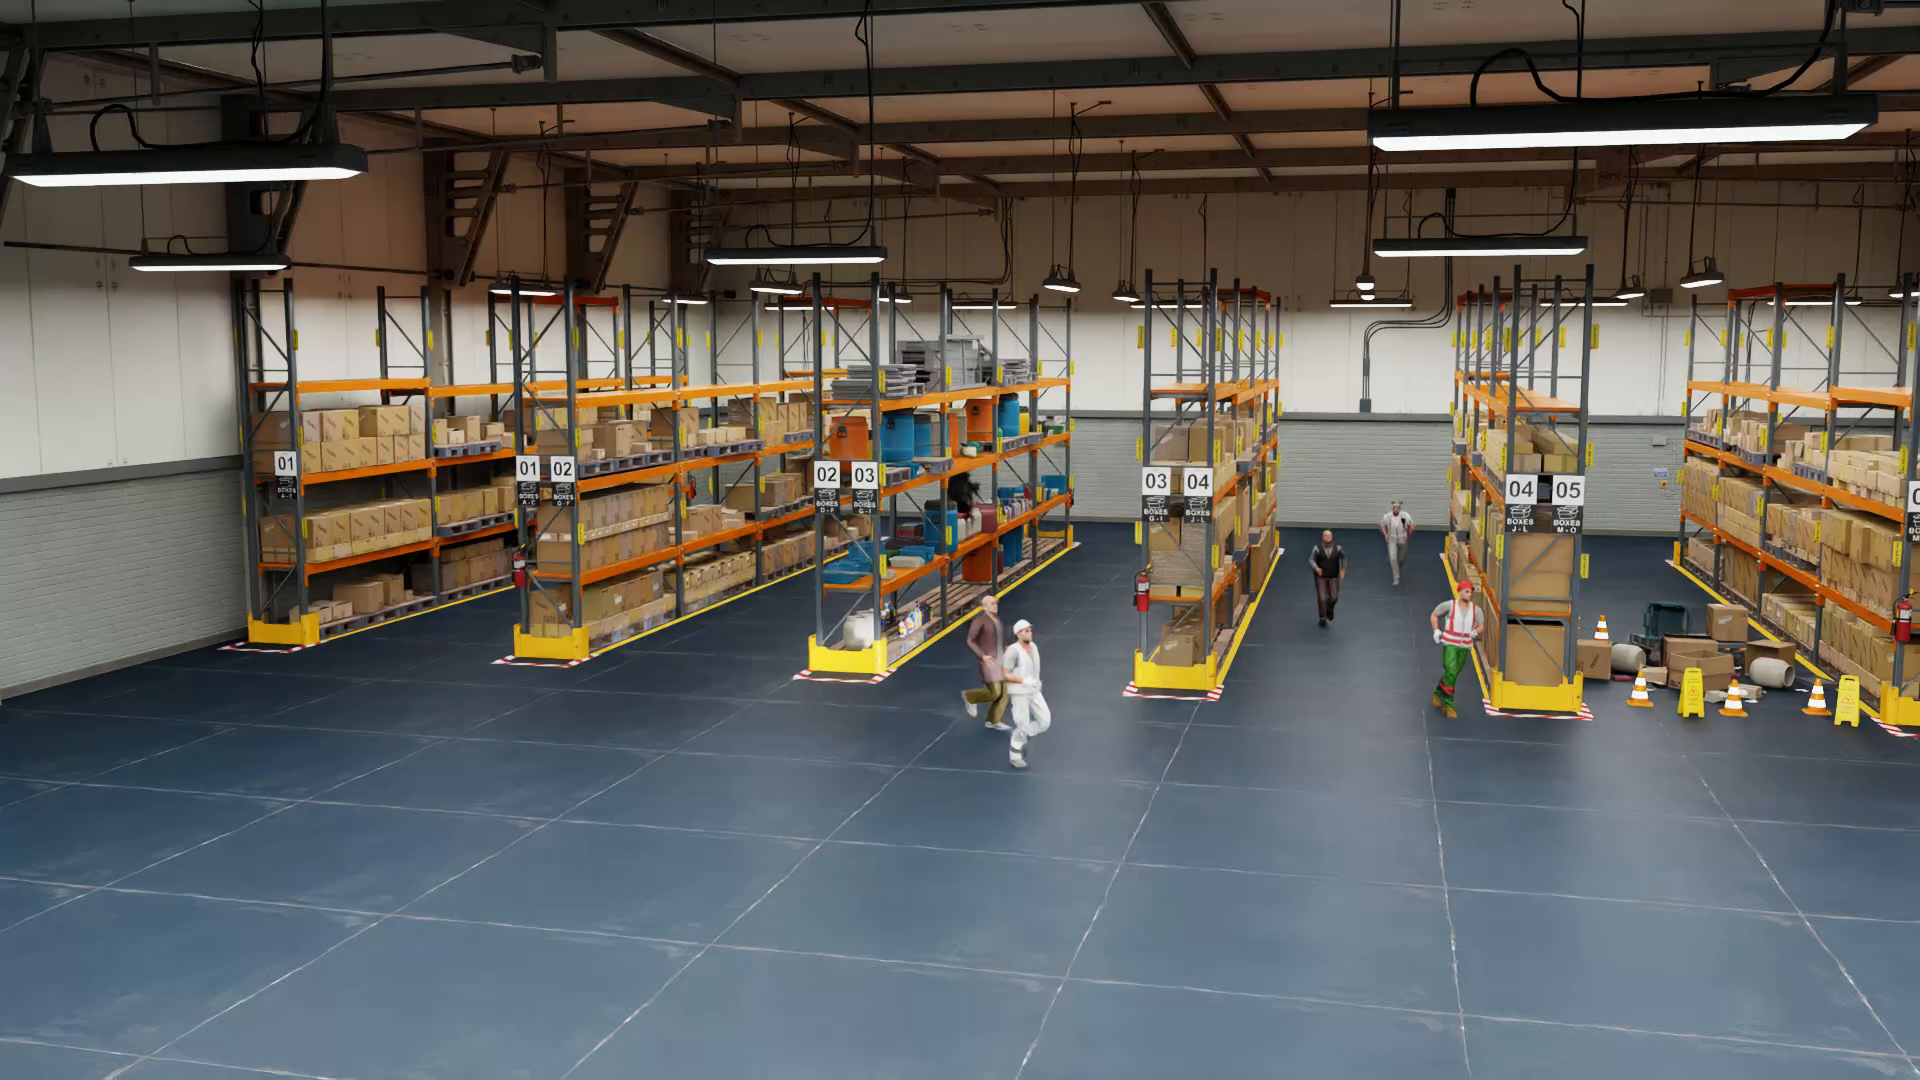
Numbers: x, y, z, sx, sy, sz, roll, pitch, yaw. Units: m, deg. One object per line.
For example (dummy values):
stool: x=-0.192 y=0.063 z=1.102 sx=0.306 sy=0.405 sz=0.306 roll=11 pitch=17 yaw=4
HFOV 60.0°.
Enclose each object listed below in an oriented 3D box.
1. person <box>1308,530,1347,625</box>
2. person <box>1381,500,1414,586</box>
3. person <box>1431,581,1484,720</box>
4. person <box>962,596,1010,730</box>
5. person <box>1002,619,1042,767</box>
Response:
person: x=6.467 y=0.668 z=29.219 sx=0.697 sy=1.679 sz=0.597 roll=1 pitch=7 yaw=4
person: x=9.060 y=0.038 z=34.497 sx=0.665 sy=1.774 sz=0.960 roll=2 pitch=7 yaw=13
person: x=6.701 y=1.448 z=22.372 sx=0.664 sy=1.809 sz=0.817 roll=-1 pitch=7 yaw=-10
person: x=0.371 y=1.577 z=21.493 sx=0.692 sy=1.733 sz=0.709 roll=6 pitch=9 yaw=39
person: x=0.785 y=1.805 z=19.440 sx=0.657 sy=1.751 sz=0.604 roll=-7 pitch=9 yaw=-44
